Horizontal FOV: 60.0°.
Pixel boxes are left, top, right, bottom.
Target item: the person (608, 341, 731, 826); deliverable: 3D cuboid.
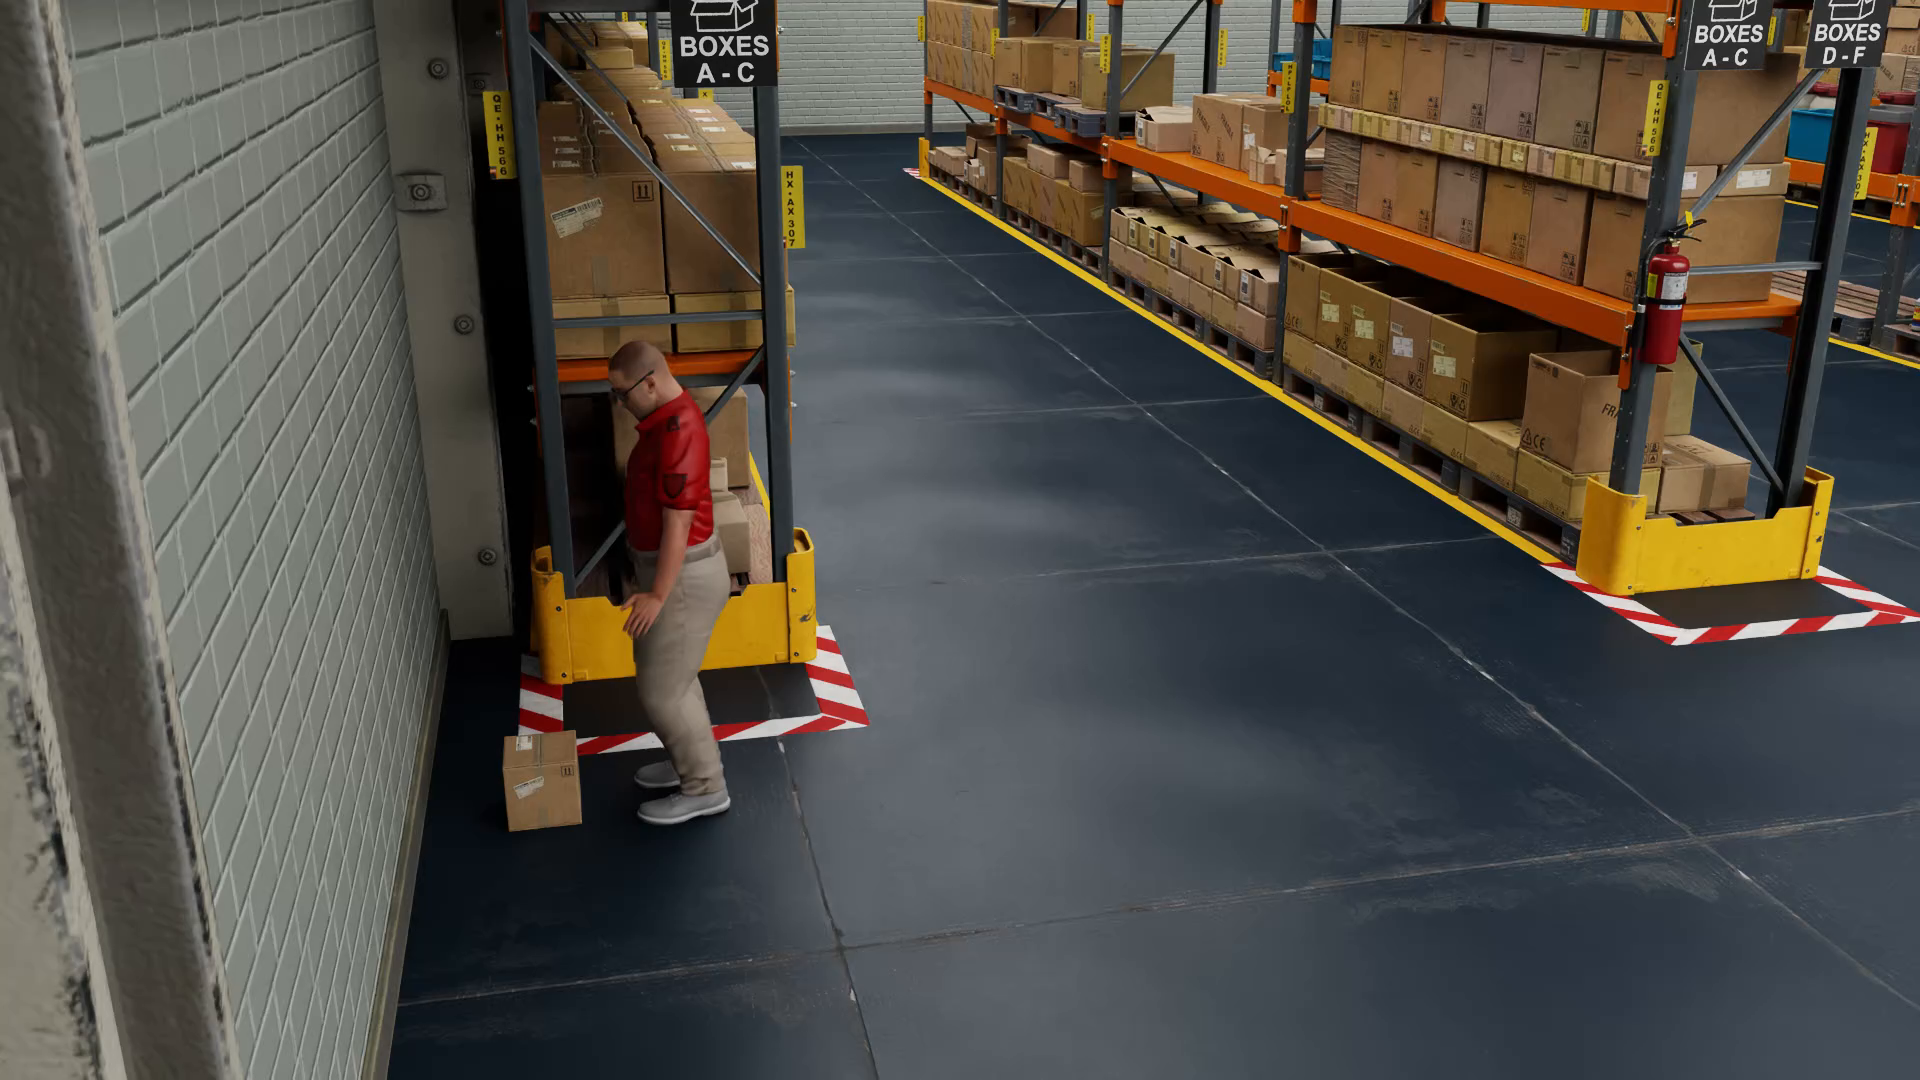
[{"bbox_3d":[-0.986,0.146,5.744,0.383,1.699,0.547,-4,20,-11],"label":"person"}]
